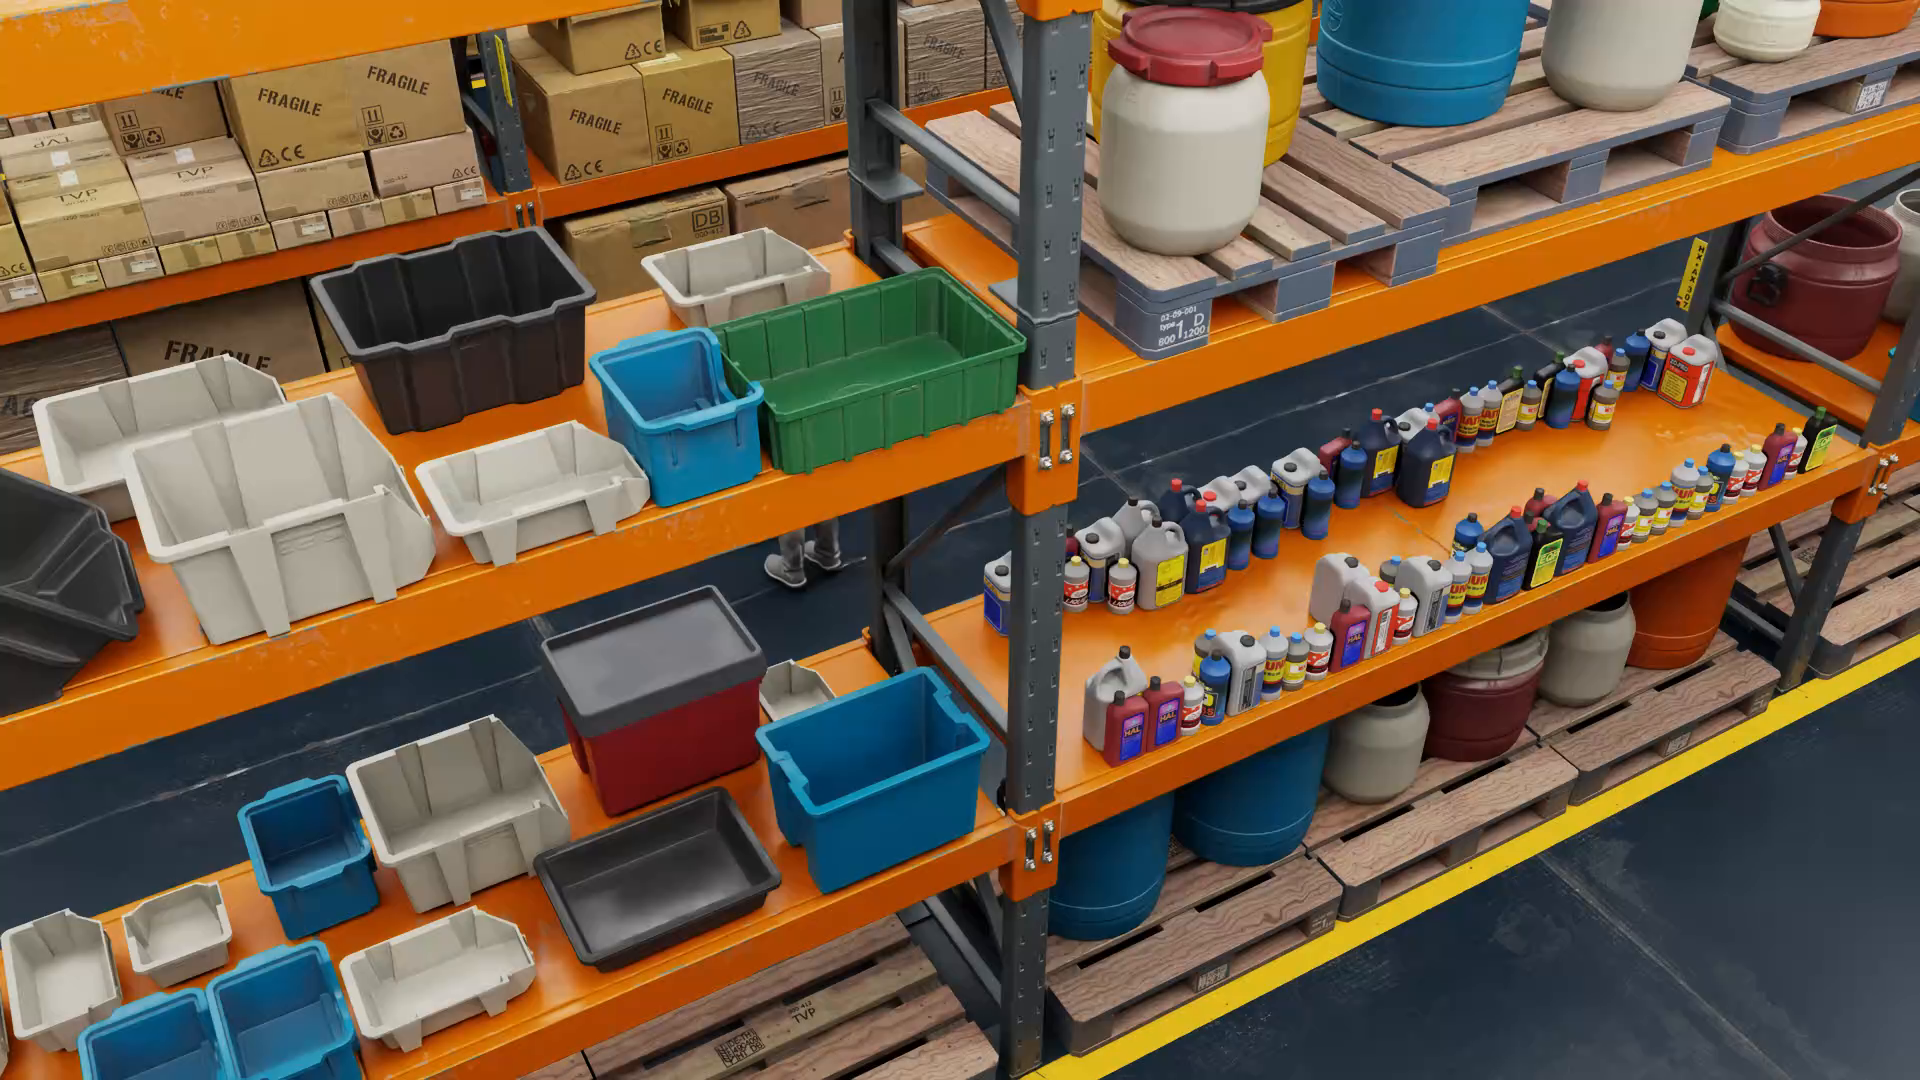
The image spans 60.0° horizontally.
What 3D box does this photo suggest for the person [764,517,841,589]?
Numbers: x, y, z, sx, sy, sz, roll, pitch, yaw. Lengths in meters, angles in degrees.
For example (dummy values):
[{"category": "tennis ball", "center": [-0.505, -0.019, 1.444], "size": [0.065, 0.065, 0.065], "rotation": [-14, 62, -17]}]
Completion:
[{"category": "person", "center": [-0.757, -0.503, 7.552], "size": [0.490, 1.709, 0.384], "rotation": [-23, 43, -27]}]
